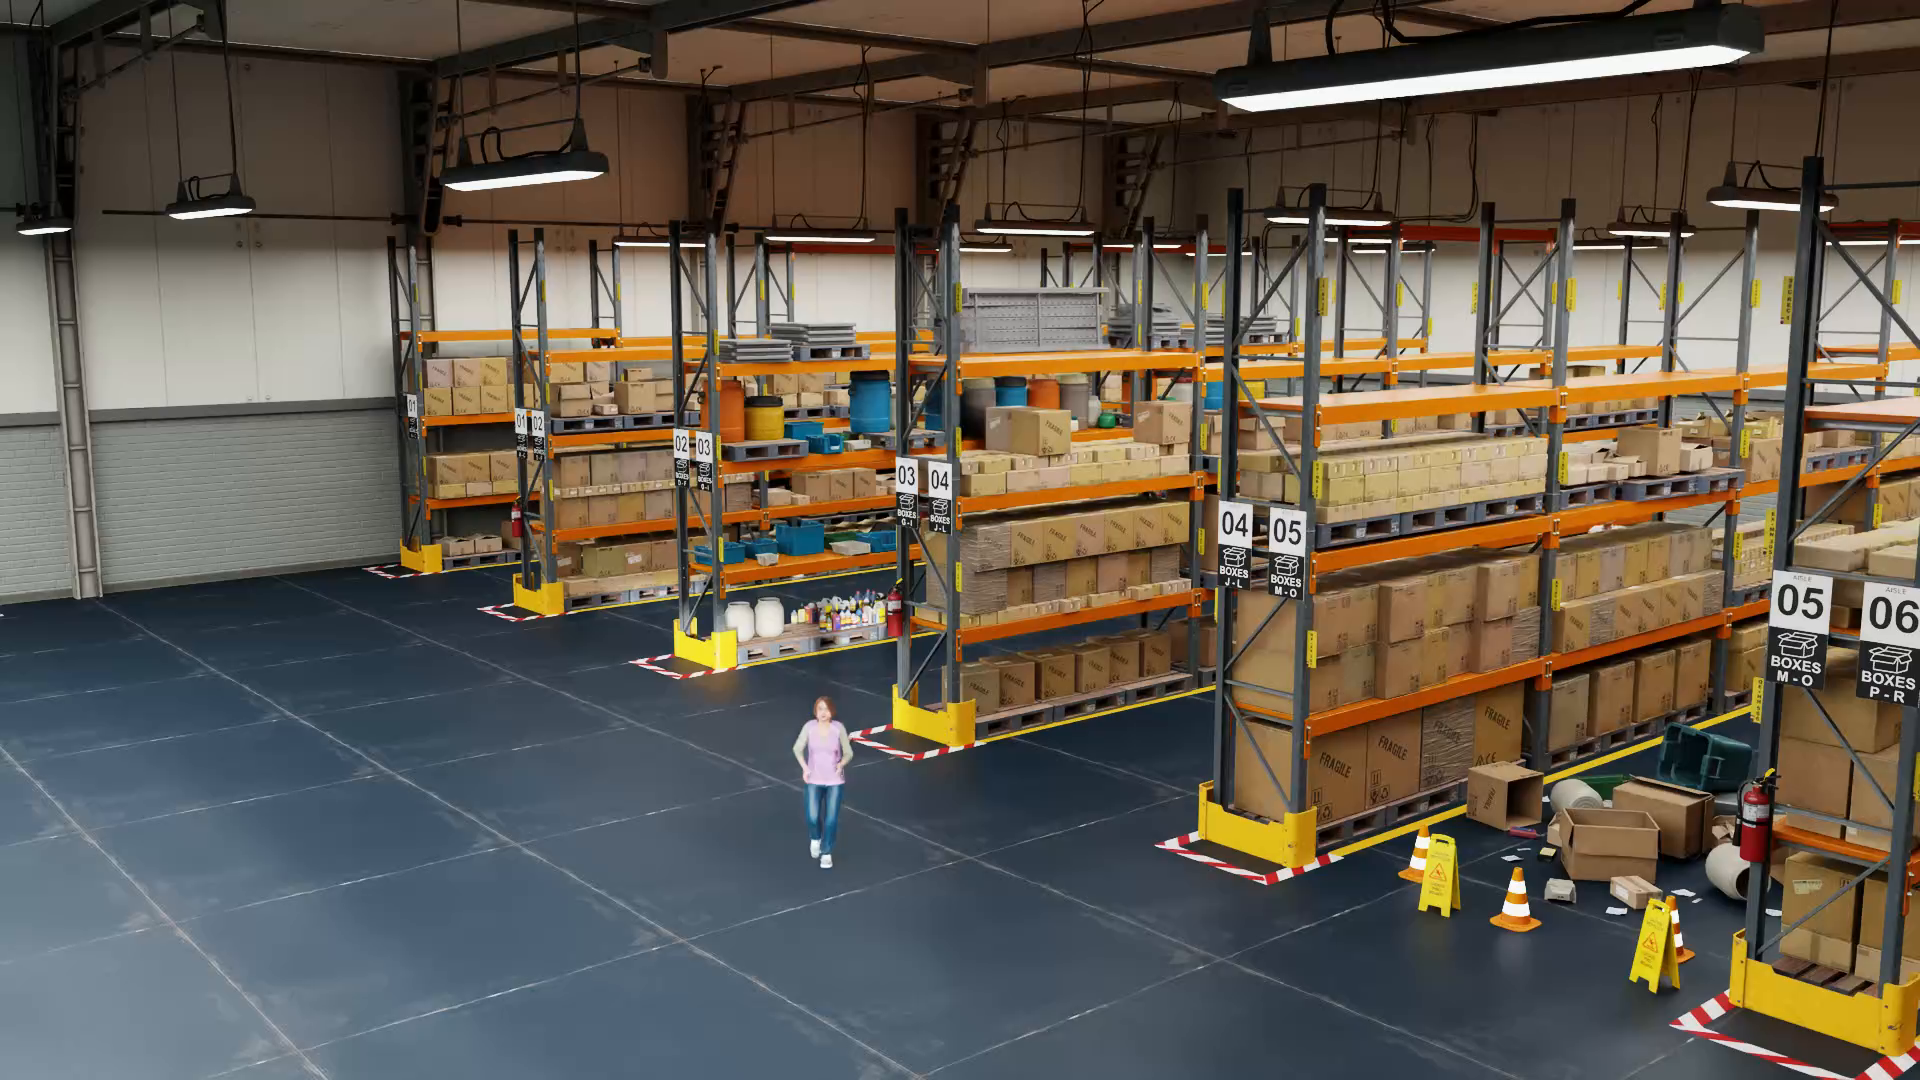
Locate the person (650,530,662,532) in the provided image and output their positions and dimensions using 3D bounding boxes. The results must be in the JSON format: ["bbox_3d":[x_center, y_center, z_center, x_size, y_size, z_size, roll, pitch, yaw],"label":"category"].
[{"bbox_3d":[-5.469,-0.338,30.136,0.700,1.762,0.956,8,12,40],"label":"person"}]

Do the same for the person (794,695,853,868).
[{"bbox_3d":[-1.208,2.152,14.704,0.531,1.554,0.542,-1,9,-3],"label":"person"}]

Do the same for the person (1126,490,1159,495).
[{"bbox_3d":[3.479,-0.583,32.086,0.608,1.671,0.928,7,11,40],"label":"person"}]

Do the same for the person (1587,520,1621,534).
[{"bbox_3d":[9.665,0.430,24.940,0.701,1.790,0.950,8,12,41],"label":"person"}]
